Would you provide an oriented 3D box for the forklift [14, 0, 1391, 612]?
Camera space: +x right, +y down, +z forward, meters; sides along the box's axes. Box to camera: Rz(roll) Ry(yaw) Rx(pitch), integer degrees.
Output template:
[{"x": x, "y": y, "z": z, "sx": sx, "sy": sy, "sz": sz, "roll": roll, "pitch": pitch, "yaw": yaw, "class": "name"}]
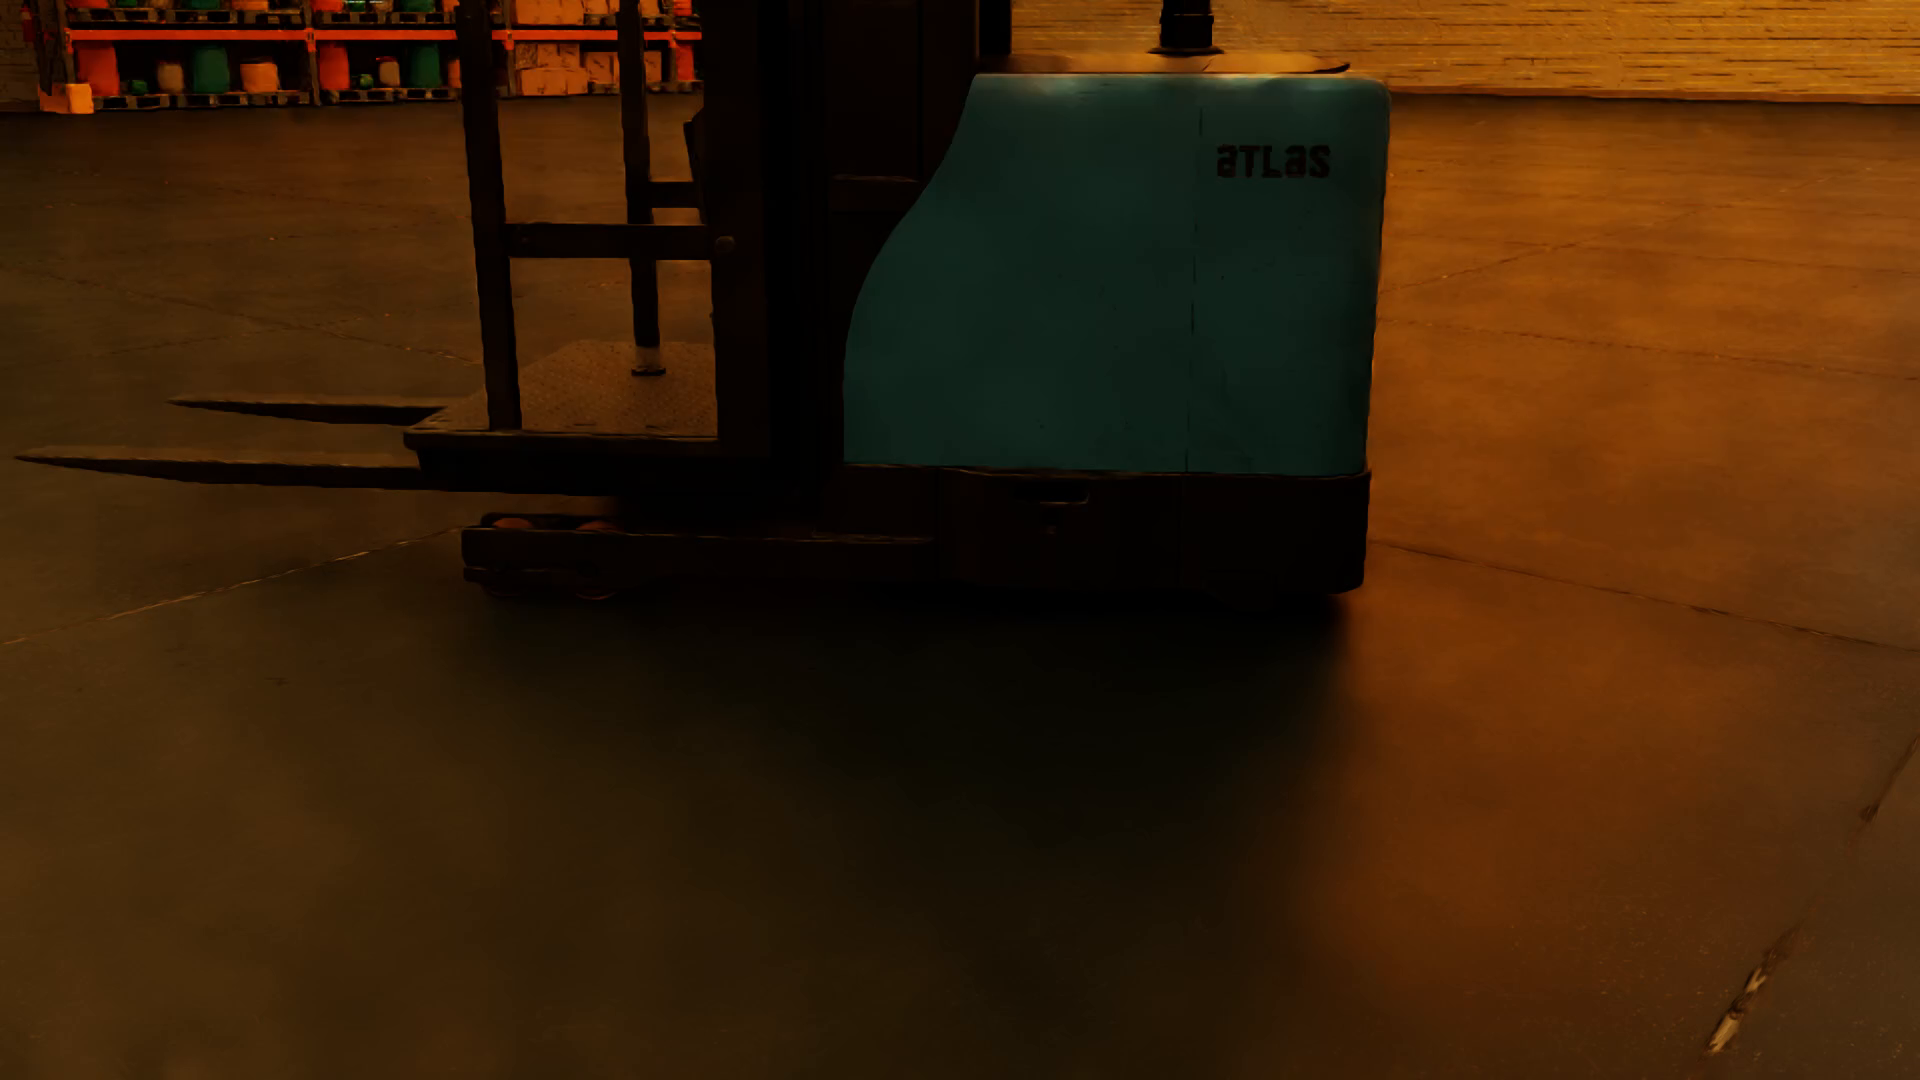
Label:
[{"x": -0.625, "y": -1.424, "z": 3.588, "sx": 3.031, "sy": 2.935, "sz": 1.130, "roll": 2, "pitch": 17, "yaw": 7, "class": "forklift"}]
